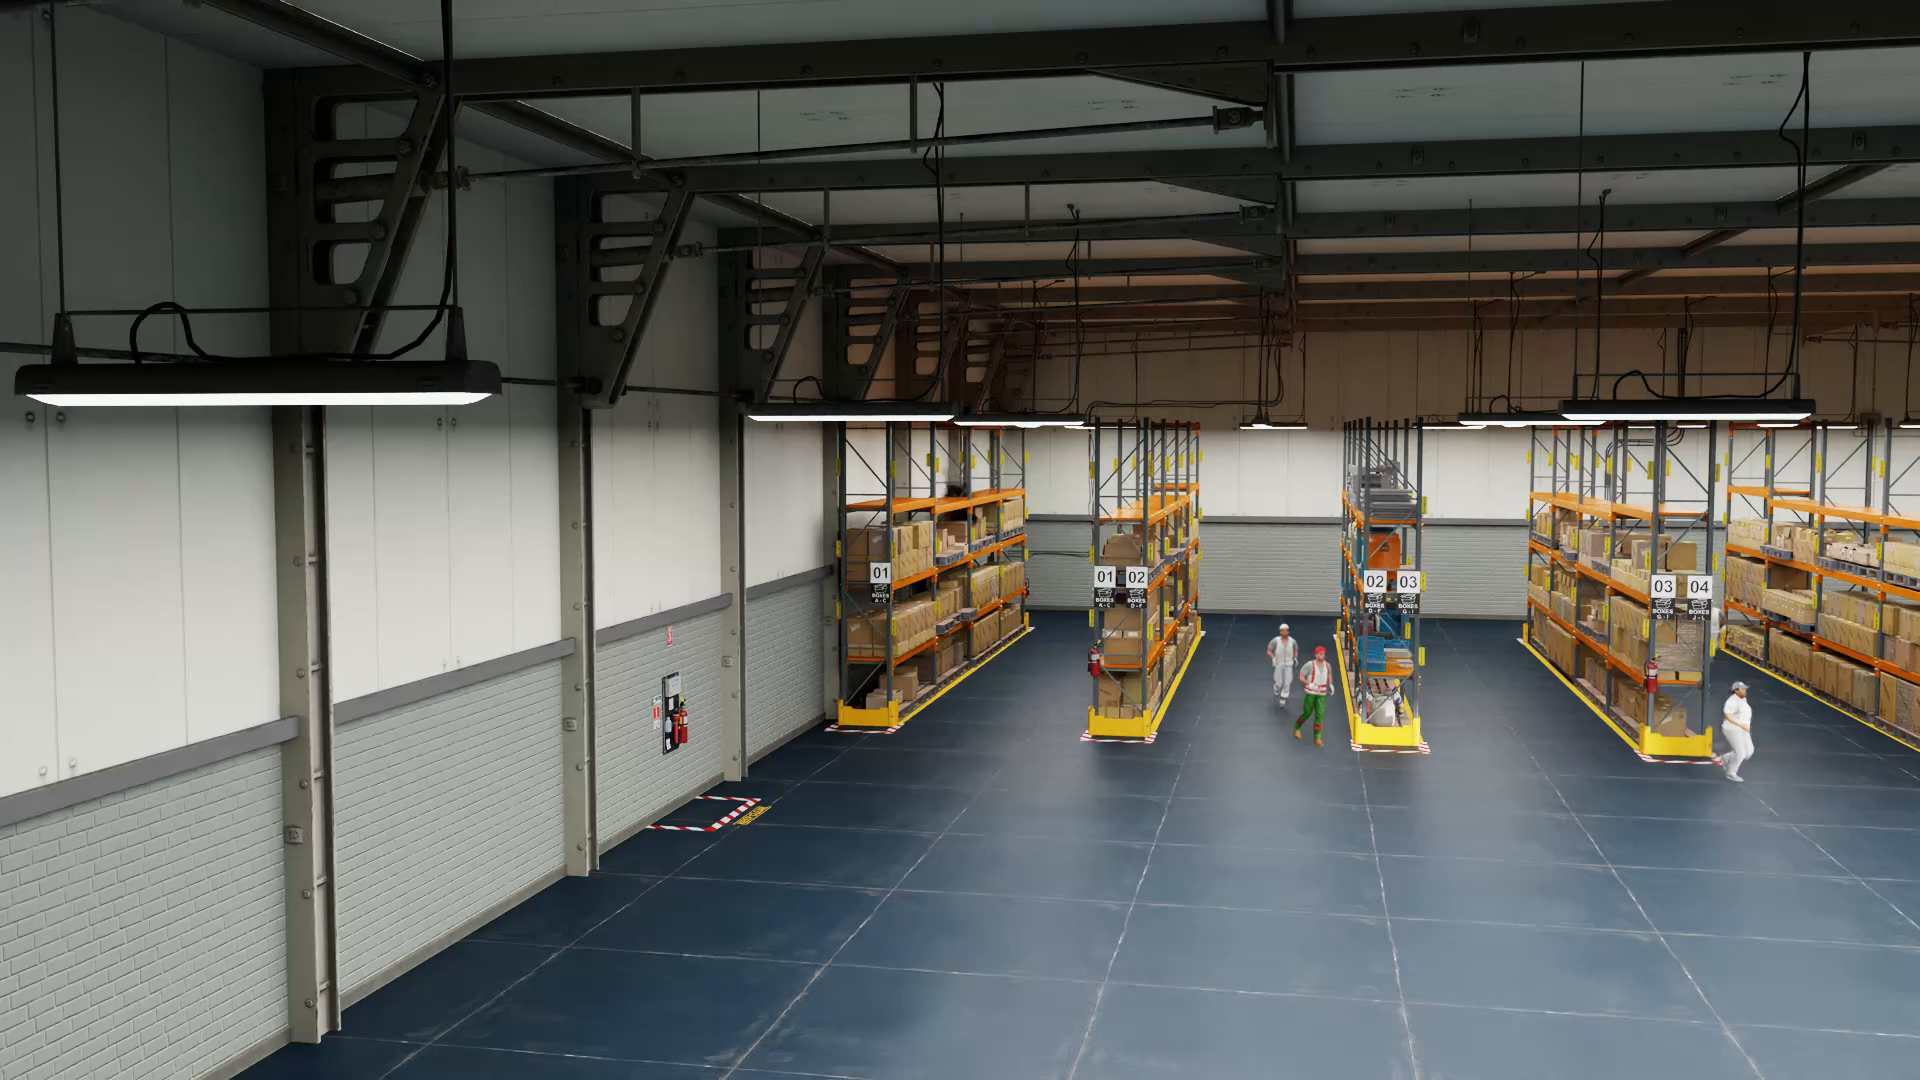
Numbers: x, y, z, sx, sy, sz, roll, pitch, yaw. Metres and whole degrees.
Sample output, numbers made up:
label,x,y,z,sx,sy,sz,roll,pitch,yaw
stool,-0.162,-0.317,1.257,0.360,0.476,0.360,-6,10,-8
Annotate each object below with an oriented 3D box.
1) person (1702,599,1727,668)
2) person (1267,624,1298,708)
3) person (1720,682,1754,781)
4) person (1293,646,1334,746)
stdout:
label,x,y,z,sx,sy,sz,roll,pitch,yaw
person,18.084,2.252,40.057,0.715,1.731,0.703,1,4,21
person,6.715,2.610,34.528,0.639,1.741,0.587,0,4,0
person,12.804,3.141,27.427,0.643,1.632,0.576,-3,5,-40
person,6.564,2.837,30.586,0.711,1.782,0.899,-1,4,-13
